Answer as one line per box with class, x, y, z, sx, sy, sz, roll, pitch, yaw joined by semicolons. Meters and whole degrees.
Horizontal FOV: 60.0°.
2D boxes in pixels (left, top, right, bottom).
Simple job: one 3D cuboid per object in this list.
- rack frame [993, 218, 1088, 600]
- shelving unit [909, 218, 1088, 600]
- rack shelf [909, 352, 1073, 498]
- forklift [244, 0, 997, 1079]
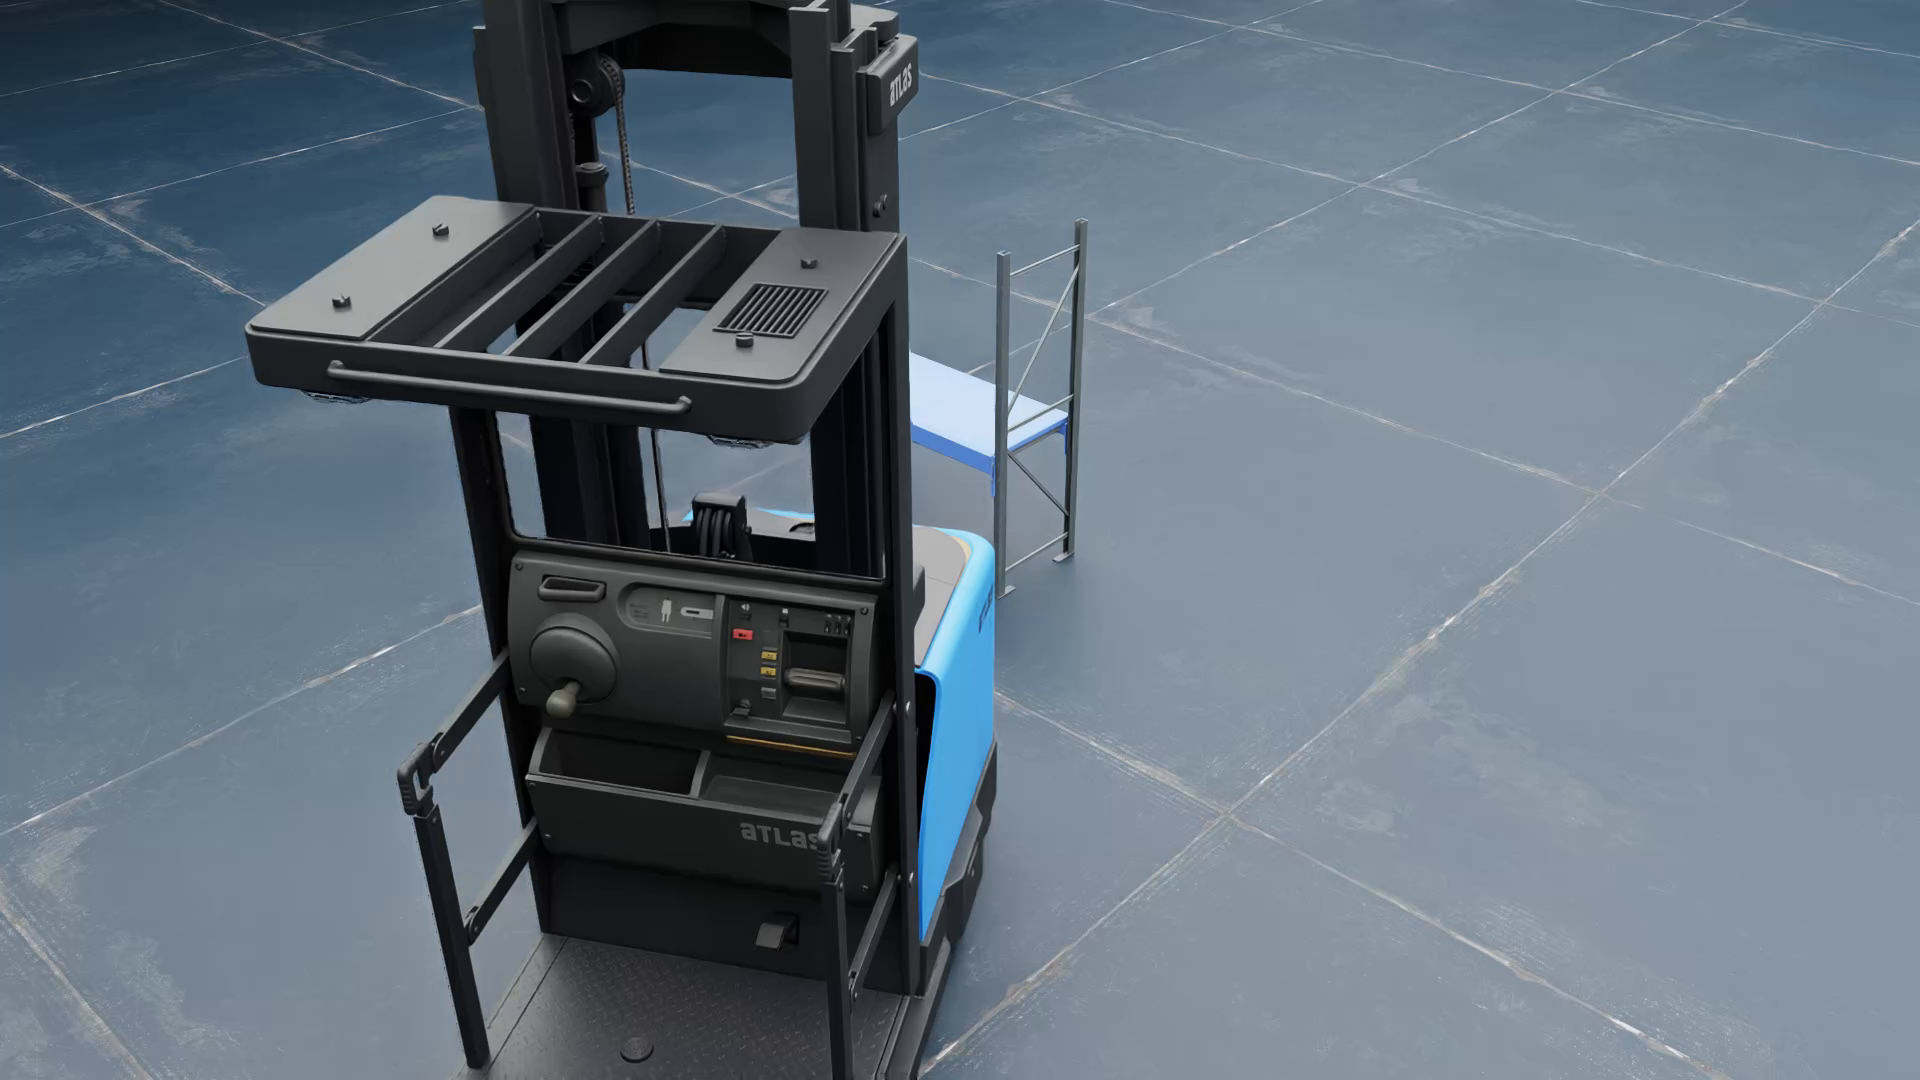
rack frame;0.314;-0.496;6.620;0.032;1.500;0.500;25;39;35
shelving unit;-0.063;-0.672;6.912;1.048;1.500;0.538;25;39;35
rack shelf;-0.063;-0.518;7.005;1.000;0.185;0.538;25;39;35
forklift;-0.706;0.326;3.867;1.130;2.935;3.031;7;32;11
